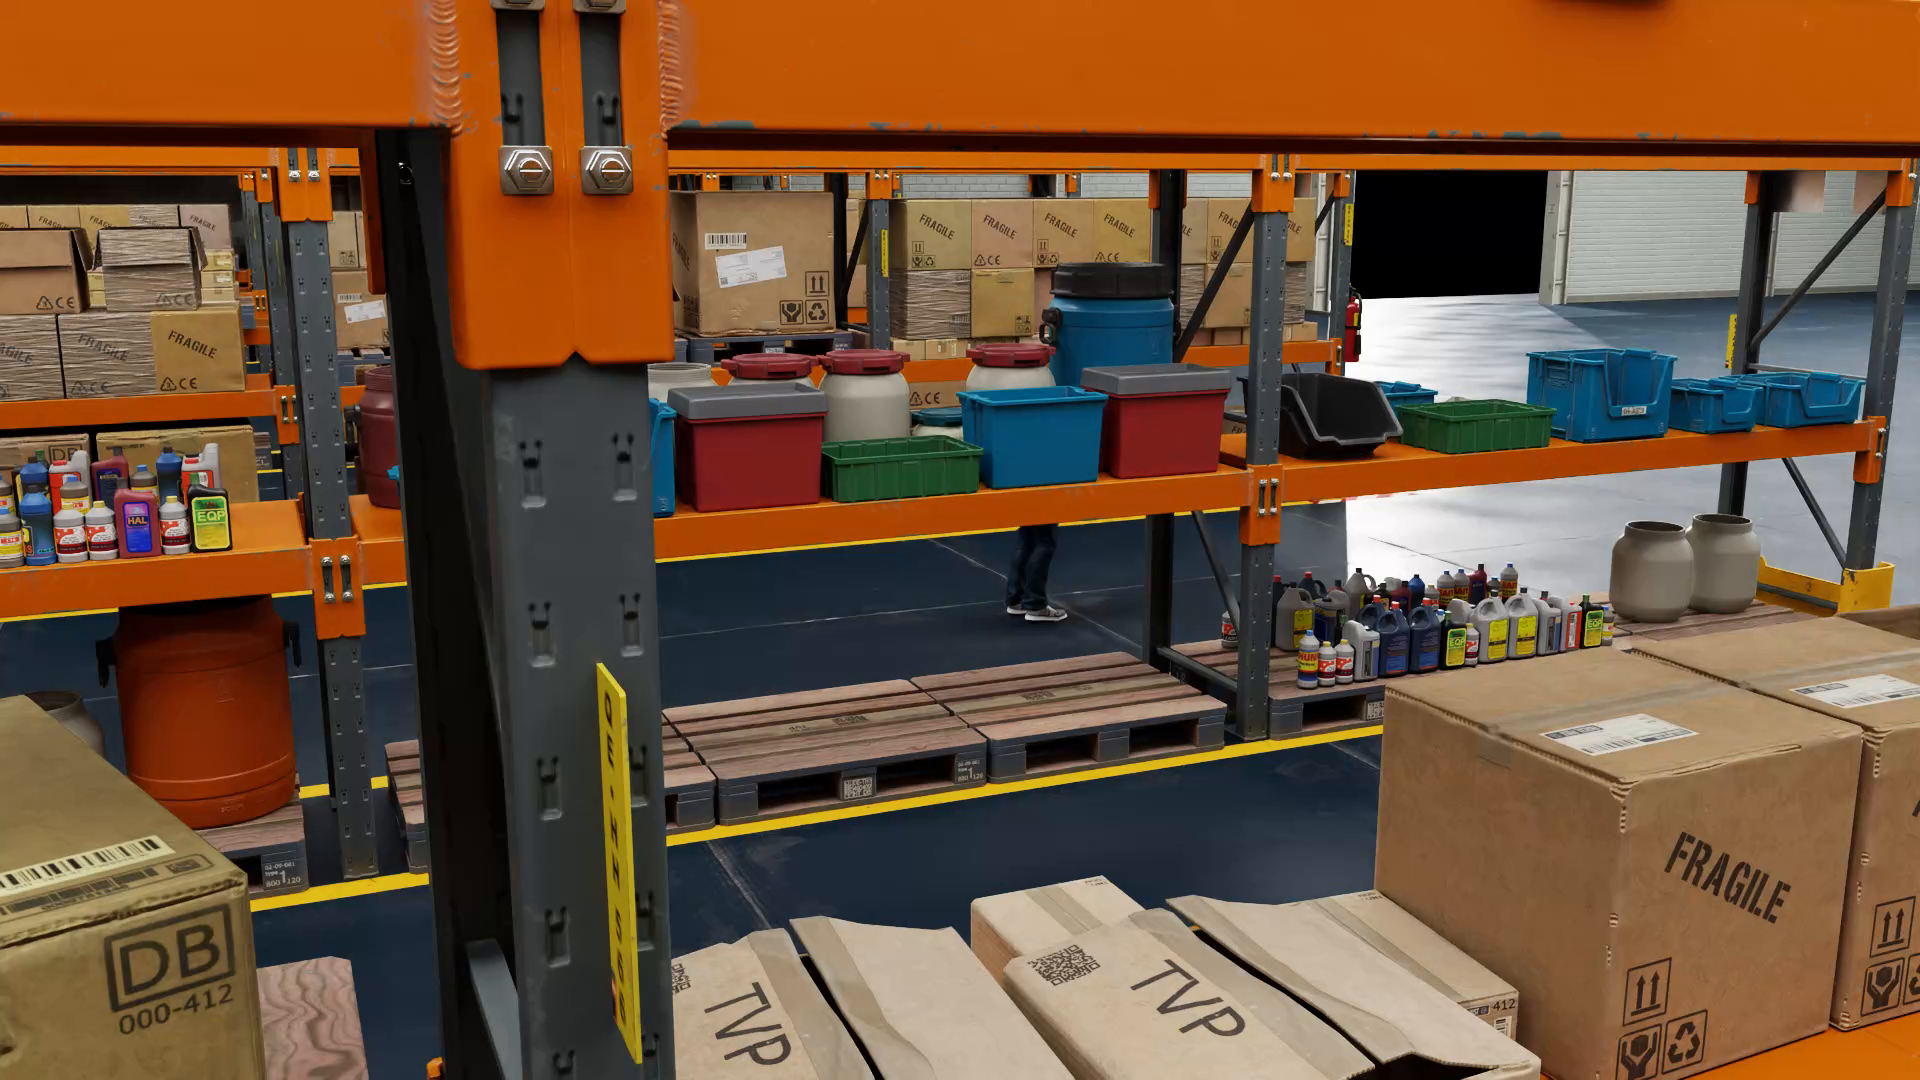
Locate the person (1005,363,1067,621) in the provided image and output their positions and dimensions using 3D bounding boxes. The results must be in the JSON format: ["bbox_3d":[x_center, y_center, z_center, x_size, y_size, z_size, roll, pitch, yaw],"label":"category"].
[{"bbox_3d":[0.501,-0.308,9.944,0.518,1.586,0.373,-6,13,-24],"label":"person"}]
